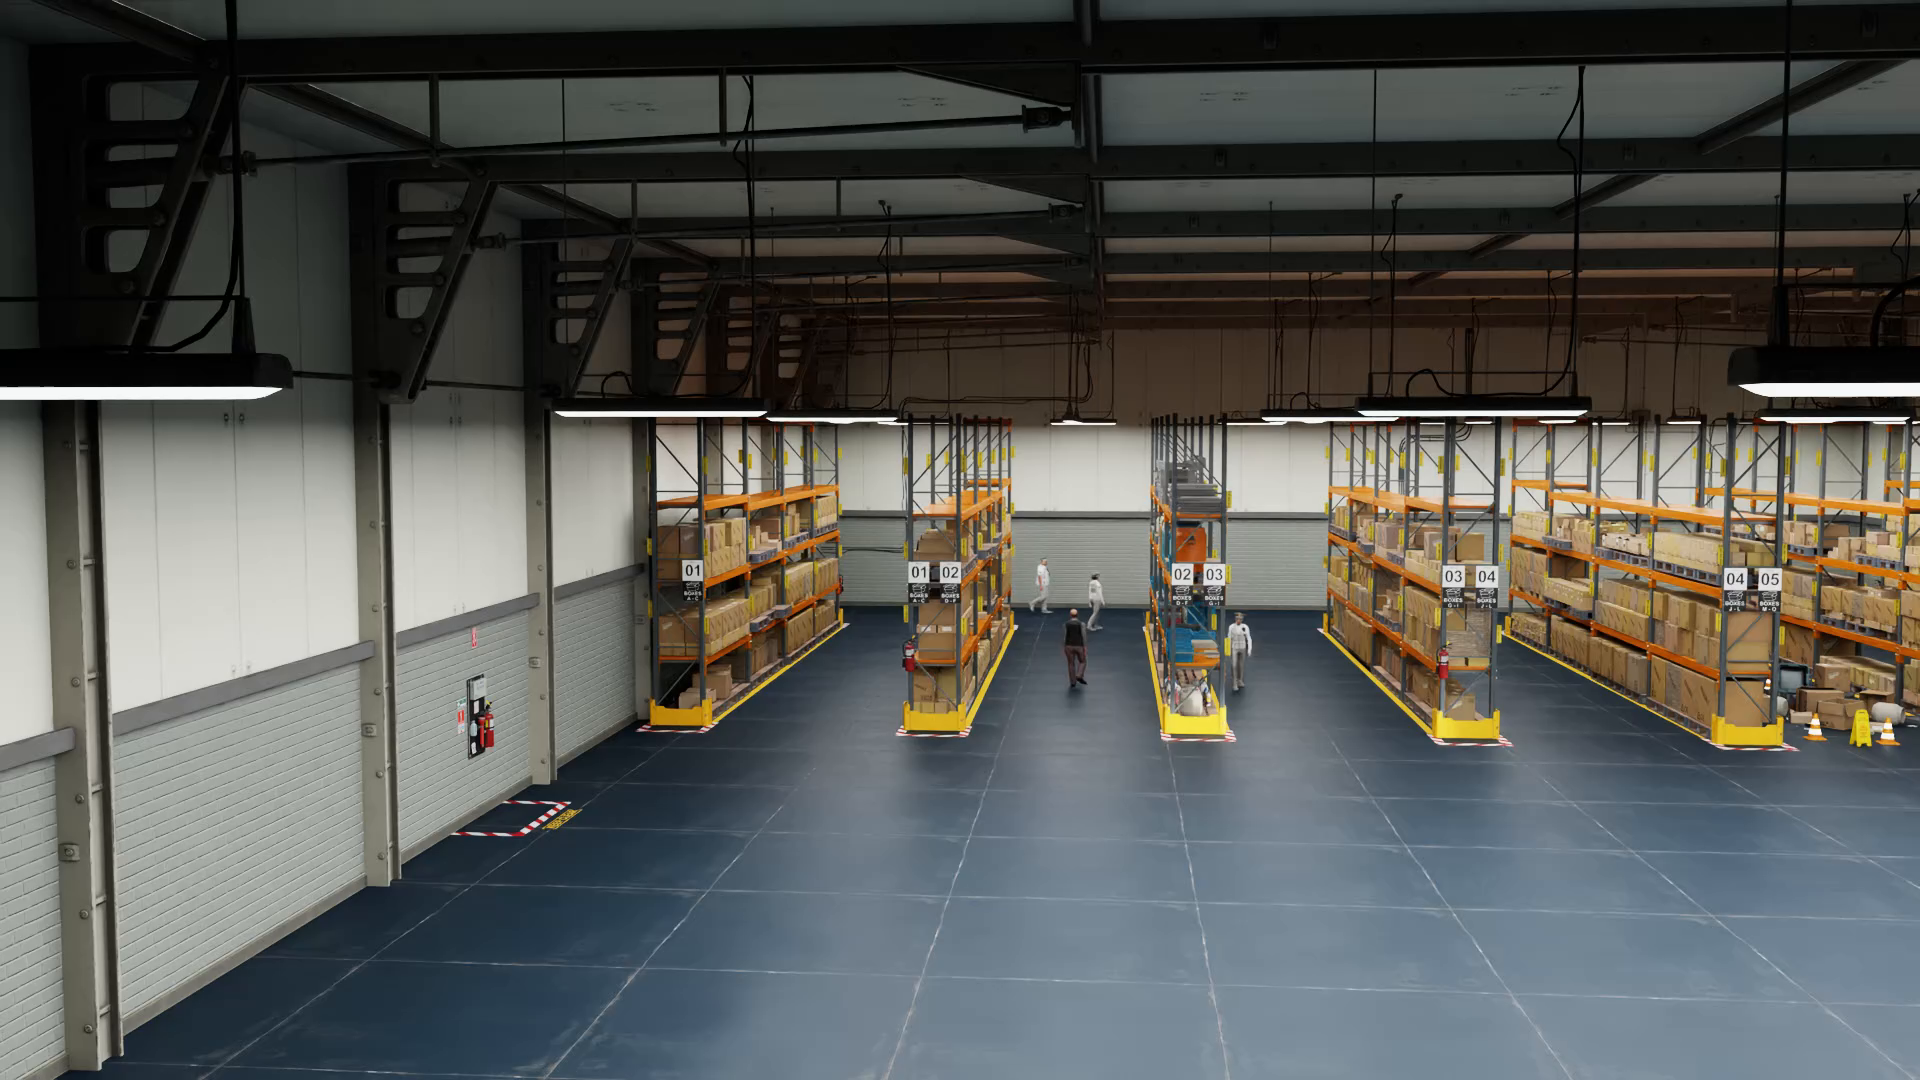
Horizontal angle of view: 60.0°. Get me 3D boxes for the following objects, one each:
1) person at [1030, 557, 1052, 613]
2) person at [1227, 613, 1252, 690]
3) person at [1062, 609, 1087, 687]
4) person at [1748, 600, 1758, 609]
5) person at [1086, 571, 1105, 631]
[{"bbox_3d":[2.494,1.391,51.277,0.657,1.740,0.586,1,4,17],"label":"person"},{"bbox_3d":[6.149,2.440,36.619,0.530,1.693,0.625,0,4,5],"label":"person"},{"bbox_3d":[2.536,2.390,36.808,0.572,1.722,0.506,1,4,7],"label":"person"},{"bbox_3d":[18.636,2.263,39.158,0.488,1.691,0.396,-1,4,-20],"label":"person"},{"bbox_3d":[3.810,1.723,46.977,0.704,1.662,0.551,-2,4,-25],"label":"person"}]
